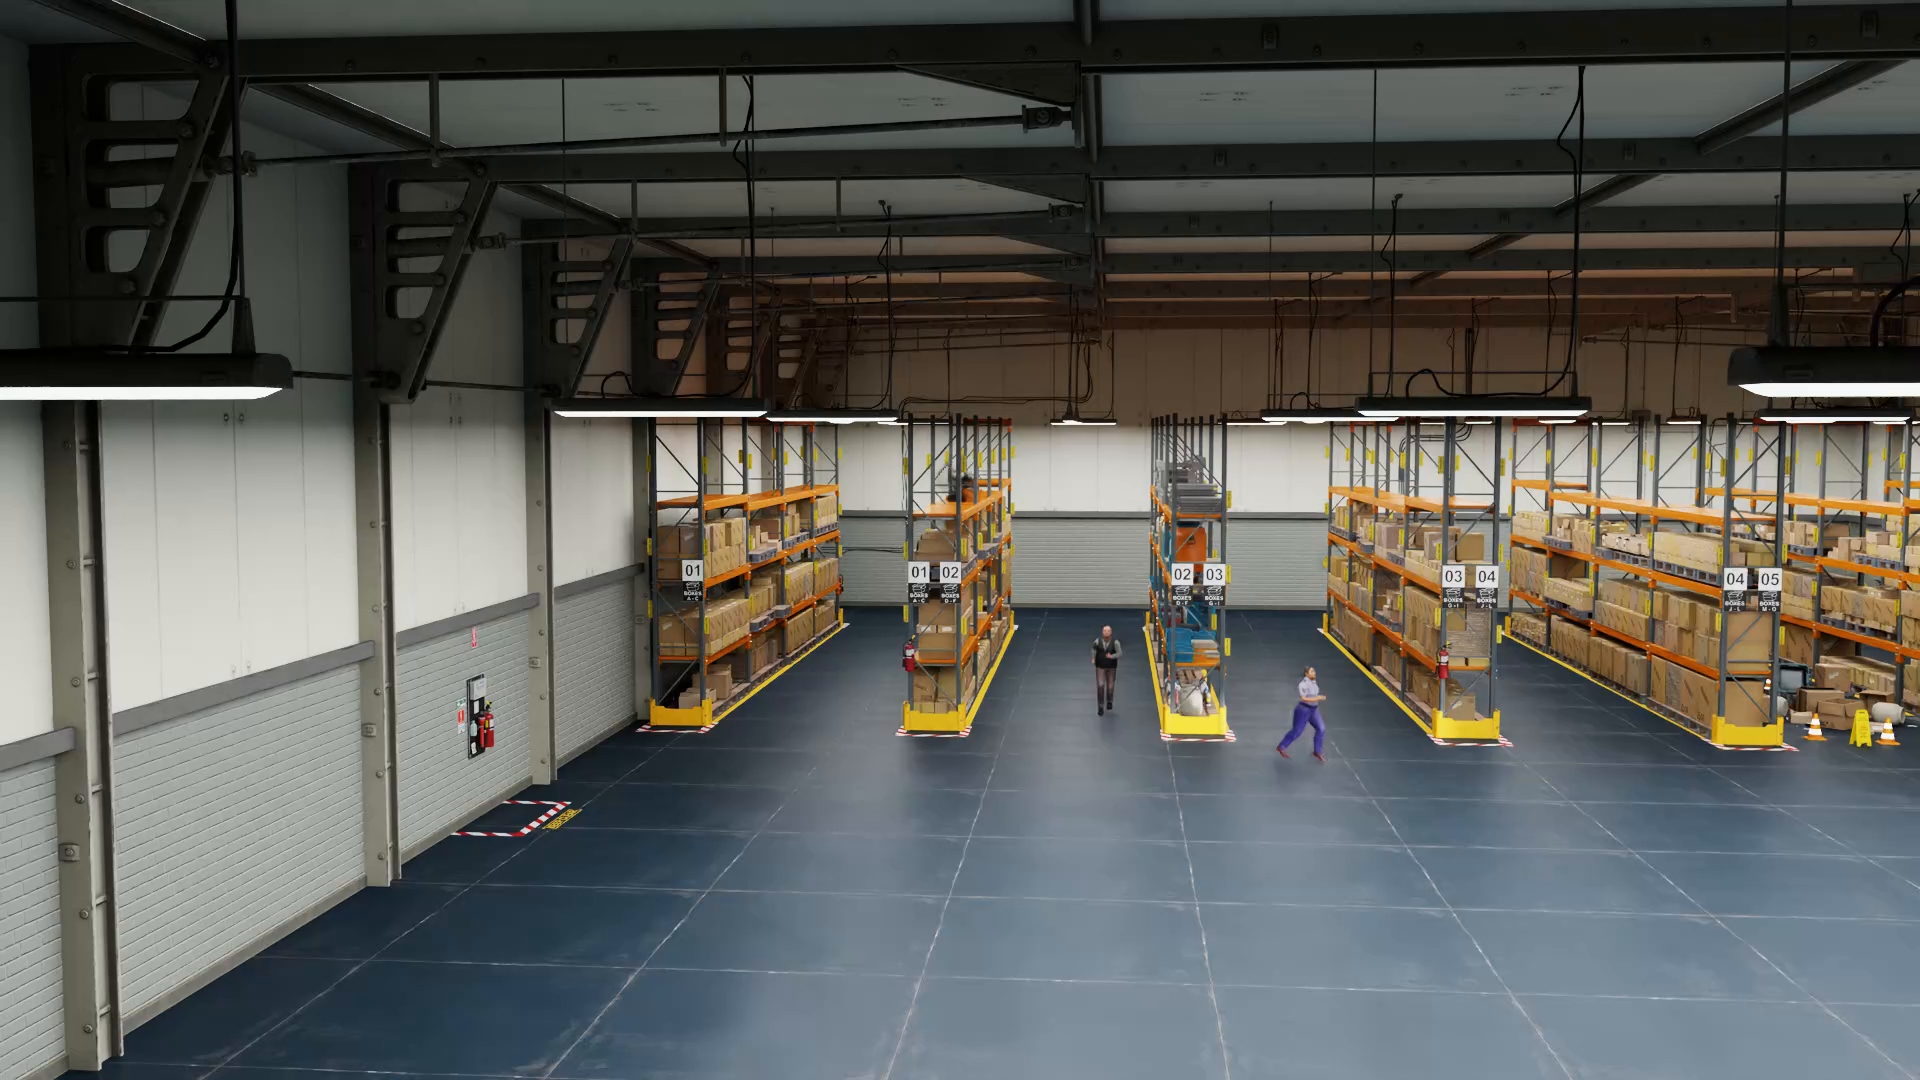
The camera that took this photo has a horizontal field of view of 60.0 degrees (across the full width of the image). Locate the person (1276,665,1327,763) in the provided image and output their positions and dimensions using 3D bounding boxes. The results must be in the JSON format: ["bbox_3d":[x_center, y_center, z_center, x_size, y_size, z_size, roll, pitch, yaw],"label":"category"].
[{"bbox_3d":[5.912,2.987,28.582,0.882,1.697,0.611,3,5,38],"label":"person"}]

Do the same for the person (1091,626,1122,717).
[{"bbox_3d":[2.926,2.602,33.271,0.636,1.772,0.769,0,4,5],"label":"person"}]

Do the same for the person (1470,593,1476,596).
[{"bbox_3d":[14.348,1.757,46.829,0.992,1.610,0.758,-2,4,-26],"label":"person"}]
